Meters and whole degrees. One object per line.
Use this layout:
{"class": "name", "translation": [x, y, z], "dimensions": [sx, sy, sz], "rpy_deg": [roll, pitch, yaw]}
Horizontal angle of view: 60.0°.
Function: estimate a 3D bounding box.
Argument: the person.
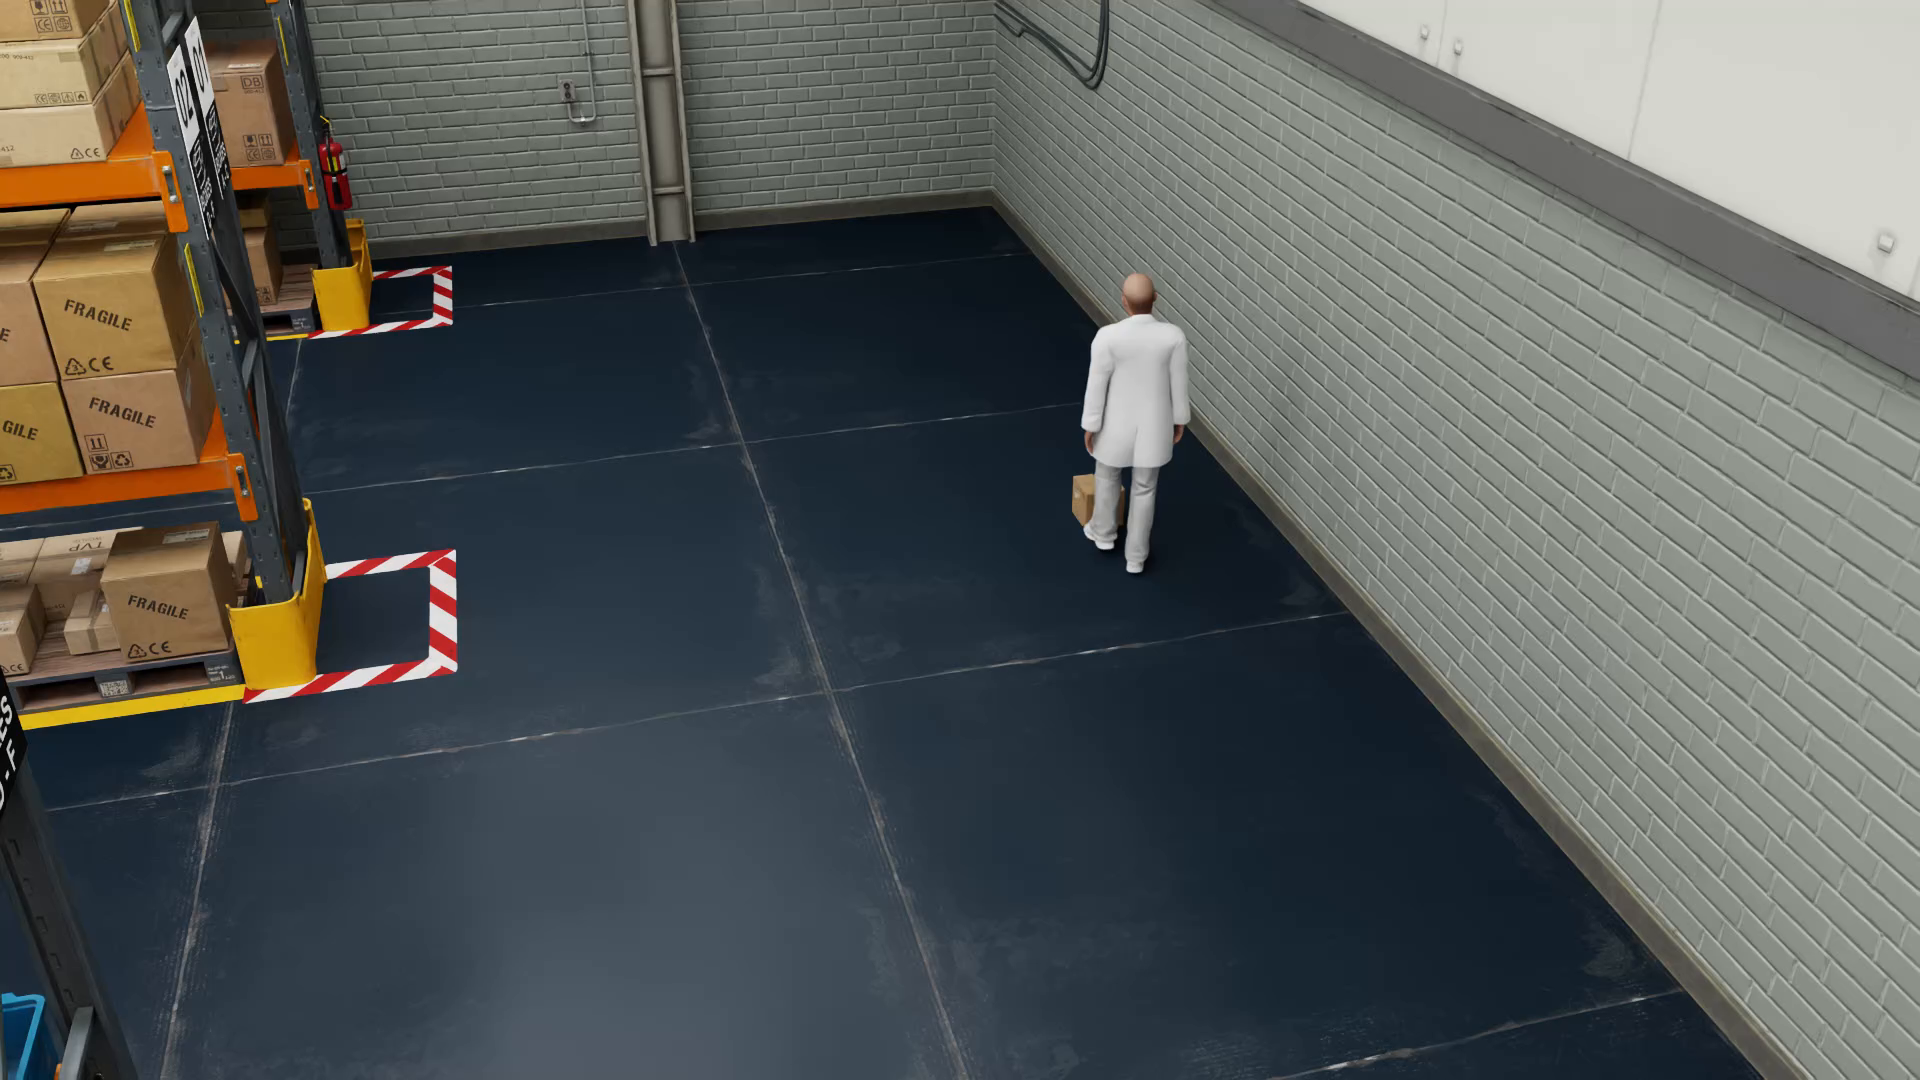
{"class": "person", "translation": [0.992, -0.709, 9.484], "dimensions": [0.625, 1.790, 0.623], "rpy_deg": [0, 30, 0]}
